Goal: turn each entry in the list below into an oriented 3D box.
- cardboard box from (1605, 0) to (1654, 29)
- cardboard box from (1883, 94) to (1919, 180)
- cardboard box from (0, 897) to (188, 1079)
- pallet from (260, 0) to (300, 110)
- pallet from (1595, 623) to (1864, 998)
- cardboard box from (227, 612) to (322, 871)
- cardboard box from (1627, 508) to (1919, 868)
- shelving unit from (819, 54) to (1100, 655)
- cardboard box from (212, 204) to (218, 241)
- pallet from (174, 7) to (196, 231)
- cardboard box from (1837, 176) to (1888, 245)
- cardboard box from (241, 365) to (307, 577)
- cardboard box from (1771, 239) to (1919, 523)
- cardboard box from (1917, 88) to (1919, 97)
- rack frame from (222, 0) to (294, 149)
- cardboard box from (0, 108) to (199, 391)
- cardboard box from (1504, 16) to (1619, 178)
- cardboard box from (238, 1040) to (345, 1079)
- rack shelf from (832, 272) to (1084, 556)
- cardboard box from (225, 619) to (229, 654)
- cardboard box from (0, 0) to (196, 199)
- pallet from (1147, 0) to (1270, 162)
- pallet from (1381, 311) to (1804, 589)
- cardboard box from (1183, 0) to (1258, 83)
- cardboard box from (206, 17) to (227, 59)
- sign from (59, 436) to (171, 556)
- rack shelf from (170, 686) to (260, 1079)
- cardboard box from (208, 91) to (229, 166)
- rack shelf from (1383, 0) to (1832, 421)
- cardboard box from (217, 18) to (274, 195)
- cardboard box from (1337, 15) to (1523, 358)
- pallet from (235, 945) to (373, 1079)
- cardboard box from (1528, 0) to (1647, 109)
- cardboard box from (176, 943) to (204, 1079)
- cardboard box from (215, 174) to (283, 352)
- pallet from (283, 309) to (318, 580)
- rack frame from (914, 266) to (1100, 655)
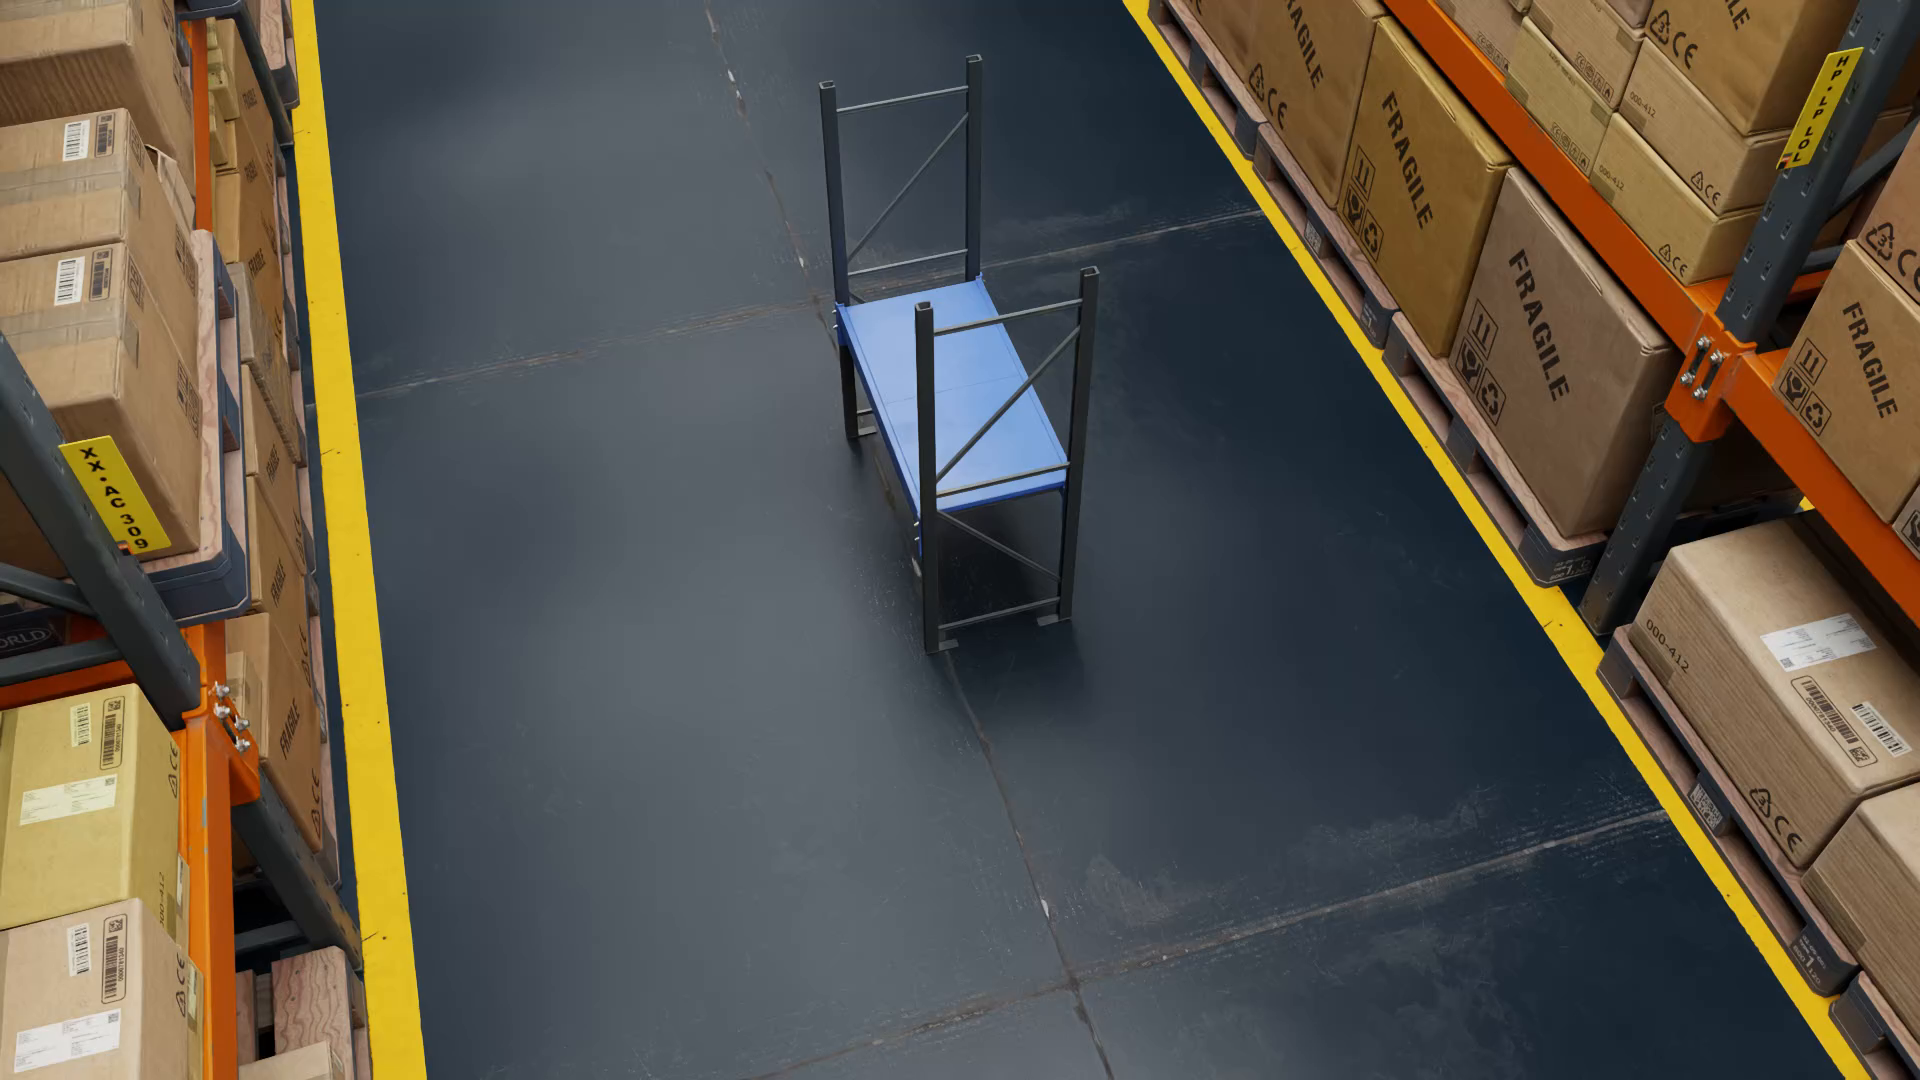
[{"bbox_3d":[2.021,-1.801,4.587,0.500,0.500,0.500,-12,51,-10],"label":"cardboard box"},{"bbox_3d":[2.692,-1.298,4.654,0.500,0.250,0.500,-15,51,-12],"label":"cardboard box"},{"bbox_3d":[-1.642,0.956,2.885,0.500,0.250,0.500,-13,51,-11],"label":"cardboard box"},{"bbox_3d":[-3.577,-2.308,7.558,1.003,0.211,1.213,-13,51,-11],"label":"pallet"},{"bbox_3d":[2.703,0.671,5.046,1.003,0.211,1.213,-13,51,-11],"label":"pallet"},{"bbox_3d":[-2.116,0.591,4.650,0.500,0.500,0.500,-11,51,-9],"label":"cardboard box"},{"bbox_3d":[2.636,0.373,4.875,0.875,0.438,0.875,-14,51,-12],"label":"cardboard box"},{"bbox_3d":[-0.025,-0.546,5.229,0.538,1.500,1.048,-13,51,-11],"label":"shelving unit"},{"bbox_3d":[-2.728,-1.052,5.611,0.380,0.149,0.250,-14,51,-12],"label":"cardboard box"},{"bbox_3d":[-2.791,-1.116,4.854,1.003,0.211,1.213,-13,51,-11],"label":"pallet"},{"bbox_3d":[2.675,-1.133,4.841,0.500,0.250,0.500,-14,51,-12],"label":"cardboard box"},{"bbox_3d":[-2.426,-0.161,5.284,0.500,0.500,0.500,-15,51,-12],"label":"cardboard box"},{"bbox_3d":[2.441,-0.431,4.086,0.500,0.500,0.500,-12,51,-10],"label":"cardboard box"},{"bbox_3d":[2.697,-1.541,4.368,0.500,0.500,0.500,-13,51,-11],"label":"cardboard box"},{"bbox_3d":[-3.371,-2.597,5.977,1.000,3.000,0.127,-13,51,-11],"label":"rack frame"},{"bbox_3d":[-2.270,-0.625,3.975,0.700,0.500,0.500,-13,51,-11],"label":"cardboard box"},{"bbox_3d":[2.030,-1.395,5.062,0.500,0.250,0.500,-14,51,-11],"label":"cardboard box"},{"bbox_3d":[-1.743,1.449,4.157,0.380,0.149,0.250,-15,51,-12],"label":"cardboard box"},{"bbox_3d":[-0.025,-0.430,5.367,0.538,0.185,1.000,-13,51,-11],"label":"rack shelf"},{"bbox_3d":[-2.196,0.279,4.489,0.380,0.149,0.250,-15,51,-12],"label":"cardboard box"},{"bbox_3d":[-2.502,-1.198,4.458,0.700,0.500,0.500,-14,51,-11],"label":"cardboard box"},{"bbox_3d":[1.531,-2.230,7.492,1.003,0.211,1.213,-13,51,-11],"label":"pallet"},{"bbox_3d":[2.253,-0.448,5.990,1.003,0.211,1.213,-13,51,-11],"label":"pallet"},{"bbox_3d":[1.495,-2.649,7.136,0.875,0.875,0.875,-14,51,-11],"label":"cardboard box"},{"bbox_3d":[-2.983,-1.832,6.269,0.380,0.149,0.250,-16,52,-13],"label":"cardboard box"},{"bbox_3d":[-1.672,-0.083,3.292,0.100,0.325,0.005,-13,51,-11],"label":"sign"},{"bbox_3d":[-1.596,2.017,2.558,1.077,0.370,4.000,-13,51,-11],"label":"rack shelf"},{"bbox_3d":[-2.837,-1.438,5.936,0.380,0.149,0.250,-15,51,-12],"label":"cardboard box"},{"bbox_3d":[1.961,-2.029,5.969,1.077,0.370,4.000,-13,51,-11],"label":"rack shelf"},{"bbox_3d":[-3.040,-1.666,6.553,0.500,0.500,0.500,-12,51,-10],"label":"cardboard box"},{"bbox_3d":[2.018,-1.344,6.036,0.875,0.875,0.875,-12,51,-10],"label":"cardboard box"},{"bbox_3d":[-1.986,1.725,4.158,1.003,0.211,1.213,-13,51,-11],"label":"pallet"},{"bbox_3d":[2.035,-1.544,4.861,0.500,0.250,0.500,-12,51,-10],"label":"cardboard box"},{"bbox_3d":[-1.655,0.951,3.151,0.380,0.149,0.250,-12,51,-10],"label":"cardboard box"},{"bbox_3d":[-2.745,-0.917,5.921,0.500,0.500,0.500,-11,51,-9],"label":"cardboard box"},{"bbox_3d":[-2.829,-0.255,5.827,1.003,0.211,1.213,-13,51,-11],"label":"pallet"},{"bbox_3d":[0.125,-0.174,4.916,0.500,1.500,0.032,-13,51,-11],"label":"rack frame"}]
